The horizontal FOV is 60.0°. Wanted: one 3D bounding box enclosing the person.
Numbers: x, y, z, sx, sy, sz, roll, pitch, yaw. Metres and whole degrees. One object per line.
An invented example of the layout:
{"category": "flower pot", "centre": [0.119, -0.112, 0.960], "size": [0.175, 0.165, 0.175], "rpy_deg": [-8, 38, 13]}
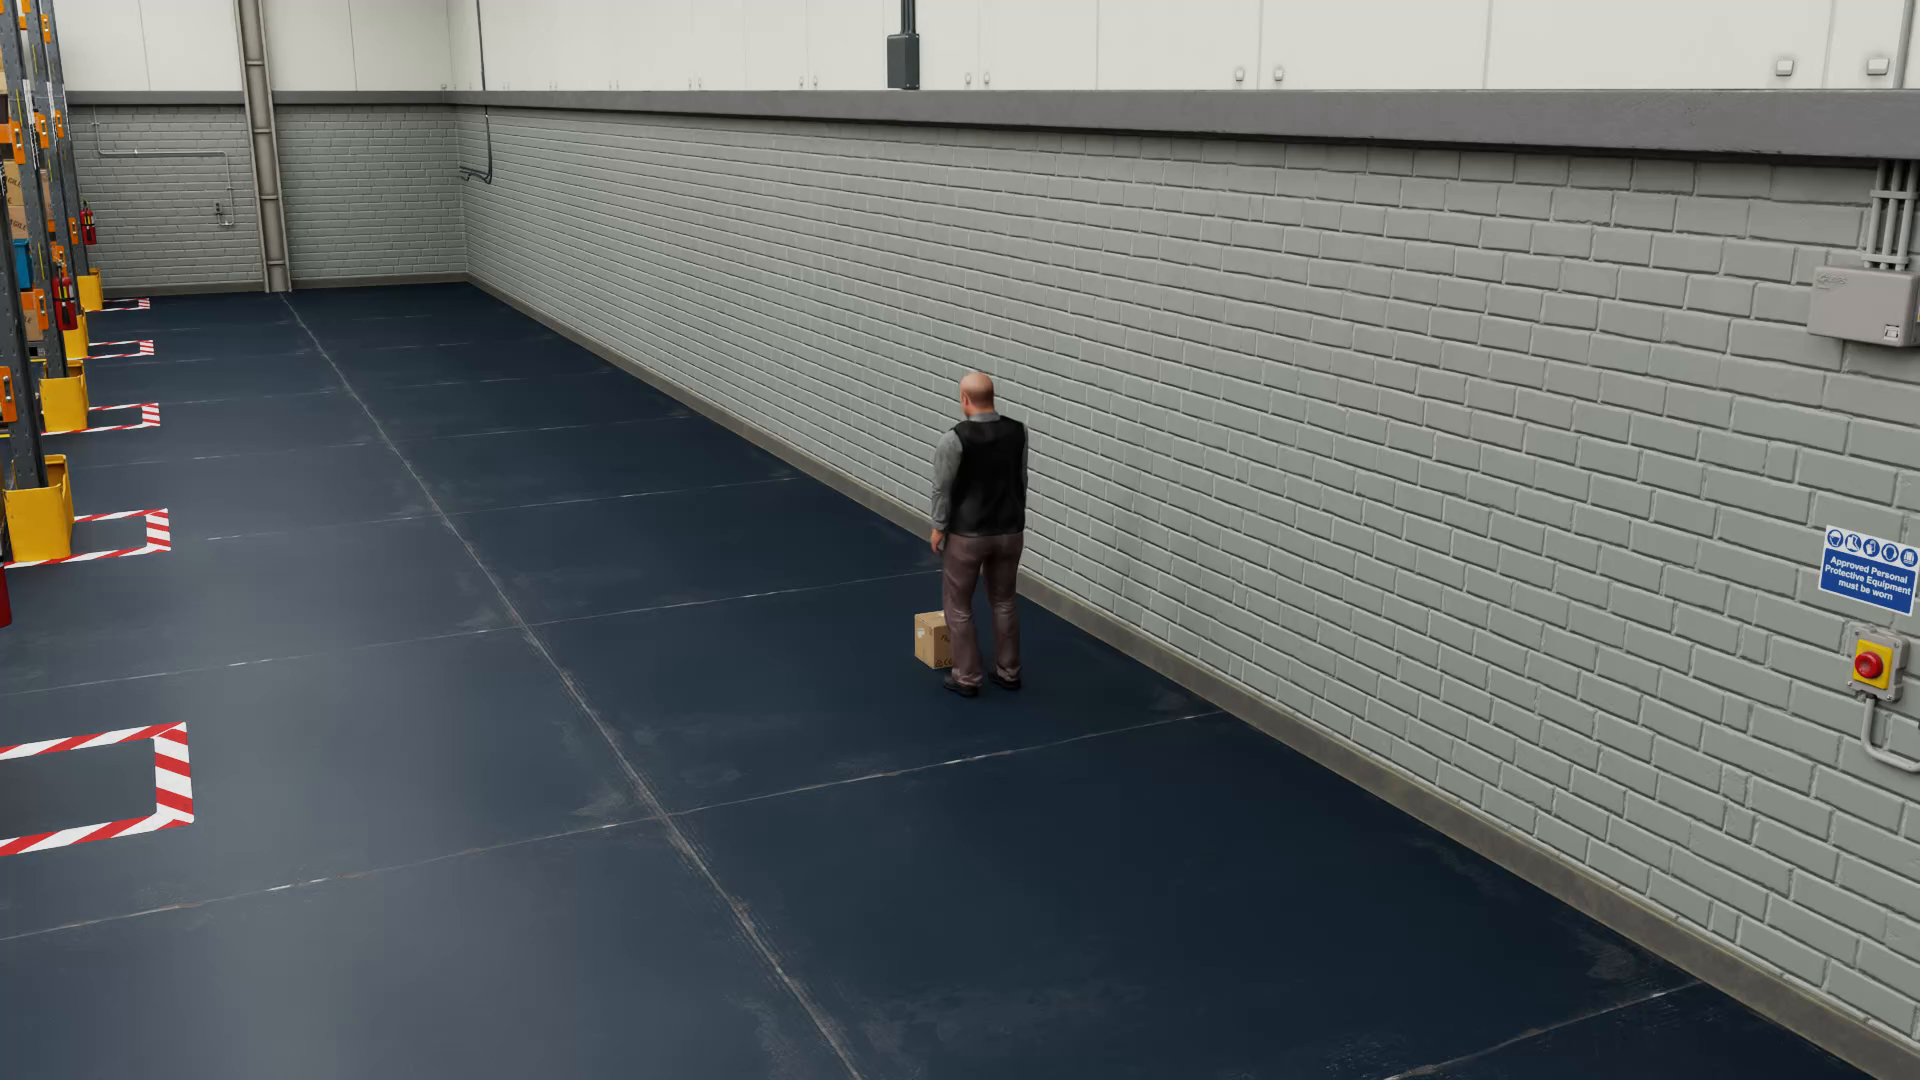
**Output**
{"category": "person", "centre": [0.102, -0.023, 8.698], "size": [0.540, 1.705, 0.363], "rpy_deg": [-7, 17, -24]}
